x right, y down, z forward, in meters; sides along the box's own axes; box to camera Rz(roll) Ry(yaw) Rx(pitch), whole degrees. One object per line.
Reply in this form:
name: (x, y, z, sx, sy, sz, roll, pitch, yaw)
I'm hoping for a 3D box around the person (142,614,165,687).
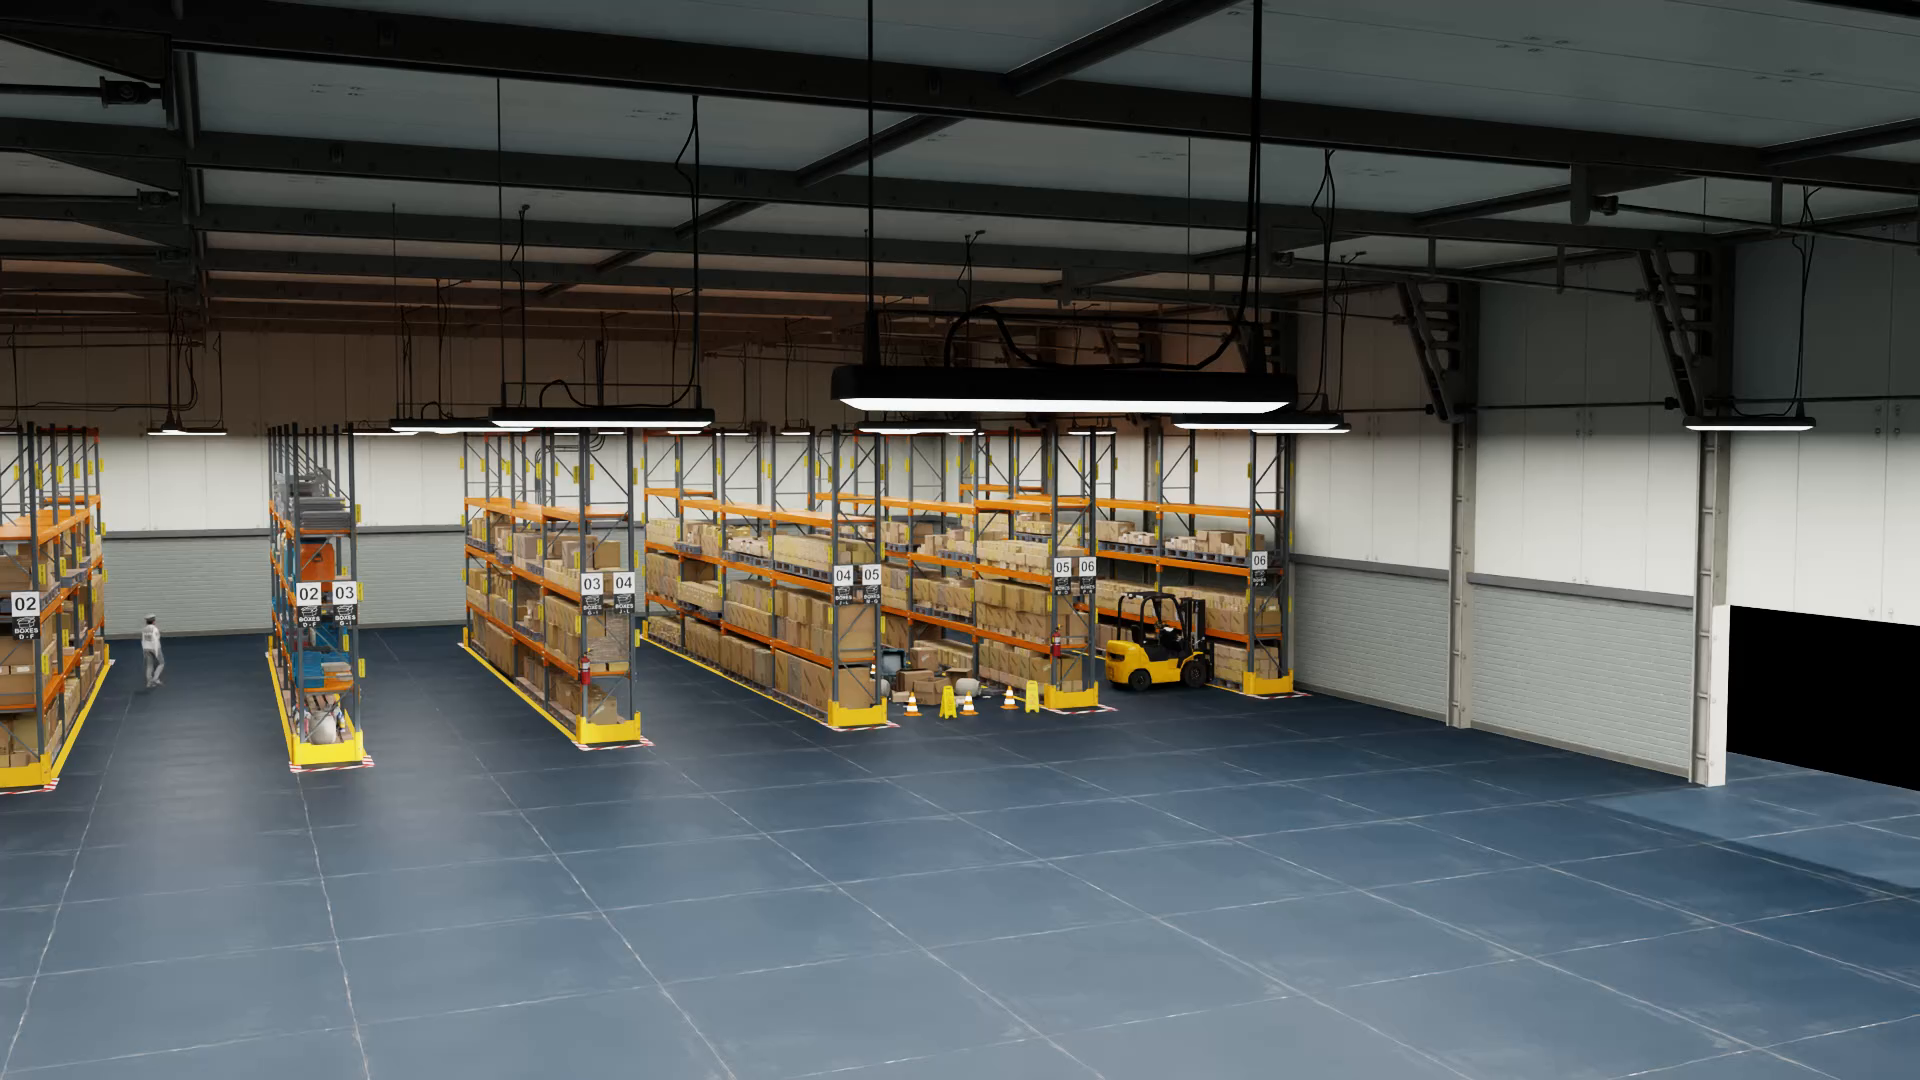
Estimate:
person: (-18.571, 2.538, 38.201, 0.503, 1.660, 0.446, 0, 3, 0)
